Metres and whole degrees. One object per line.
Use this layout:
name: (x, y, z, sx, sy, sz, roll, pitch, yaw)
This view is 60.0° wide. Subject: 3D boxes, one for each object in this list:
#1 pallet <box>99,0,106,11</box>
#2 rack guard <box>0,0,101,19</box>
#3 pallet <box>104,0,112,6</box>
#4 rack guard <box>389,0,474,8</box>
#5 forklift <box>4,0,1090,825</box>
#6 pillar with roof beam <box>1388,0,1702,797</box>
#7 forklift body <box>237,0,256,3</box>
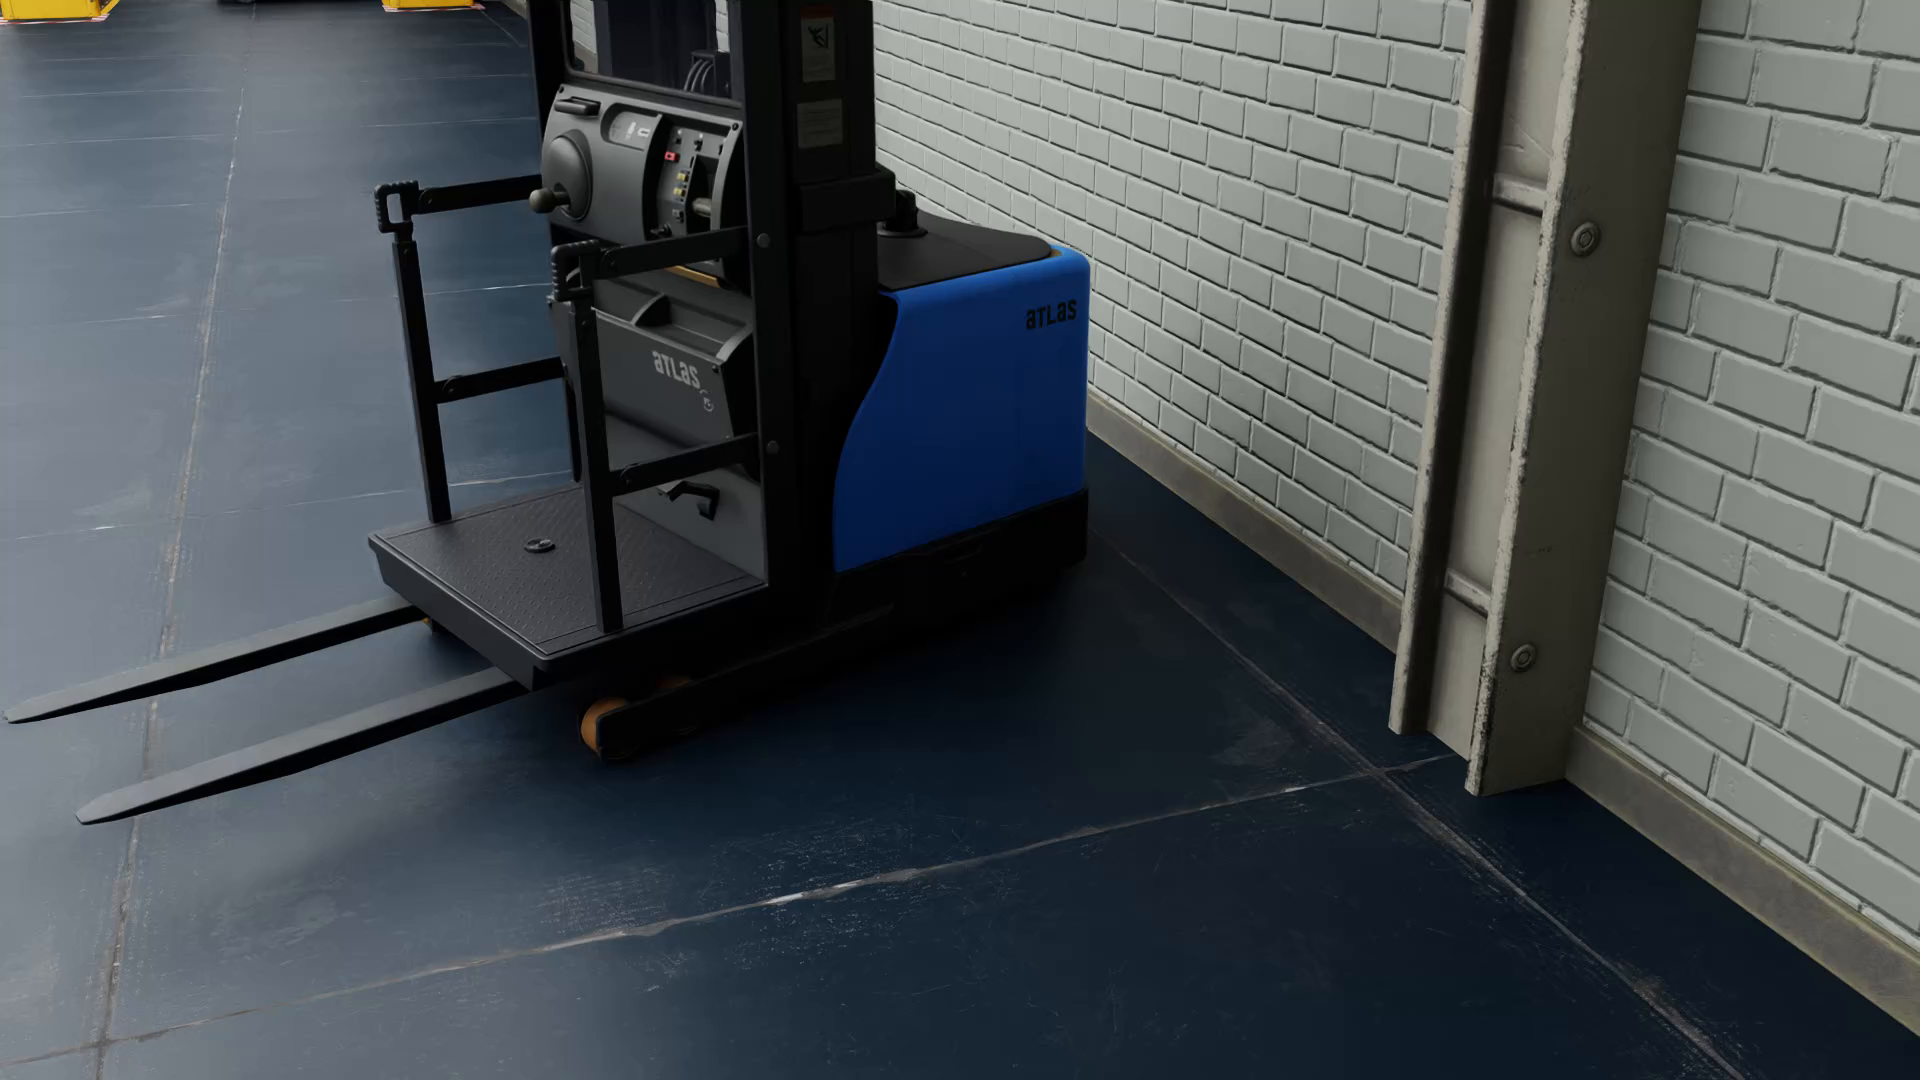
pallet: (-12.617, -7.528, 23.340, 1.003, 0.211, 1.213, -8, 24, -19)
rack guard: (-12.364, -7.361, 22.572, 1.175, 0.500, 0.348, -8, 24, -19)
pallet: (-13.045, -7.971, 24.390, 1.003, 0.211, 1.213, -8, 24, -19)
rack guard: (-7.686, -8.008, 24.105, 1.175, 0.500, 0.348, -8, 24, -19)
forklift: (-1.027, -1.001, 4.352, 3.031, 2.935, 1.130, -19, 29, -37)
pillar with roof beam: (-2.646, -2.998, 1.277, 9.100, 9.000, 0.400, -8, 24, -19)
forklift body: (-10.071, -9.216, 24.846, 2.313, 2.155, 1.214, -8, 24, -19)
